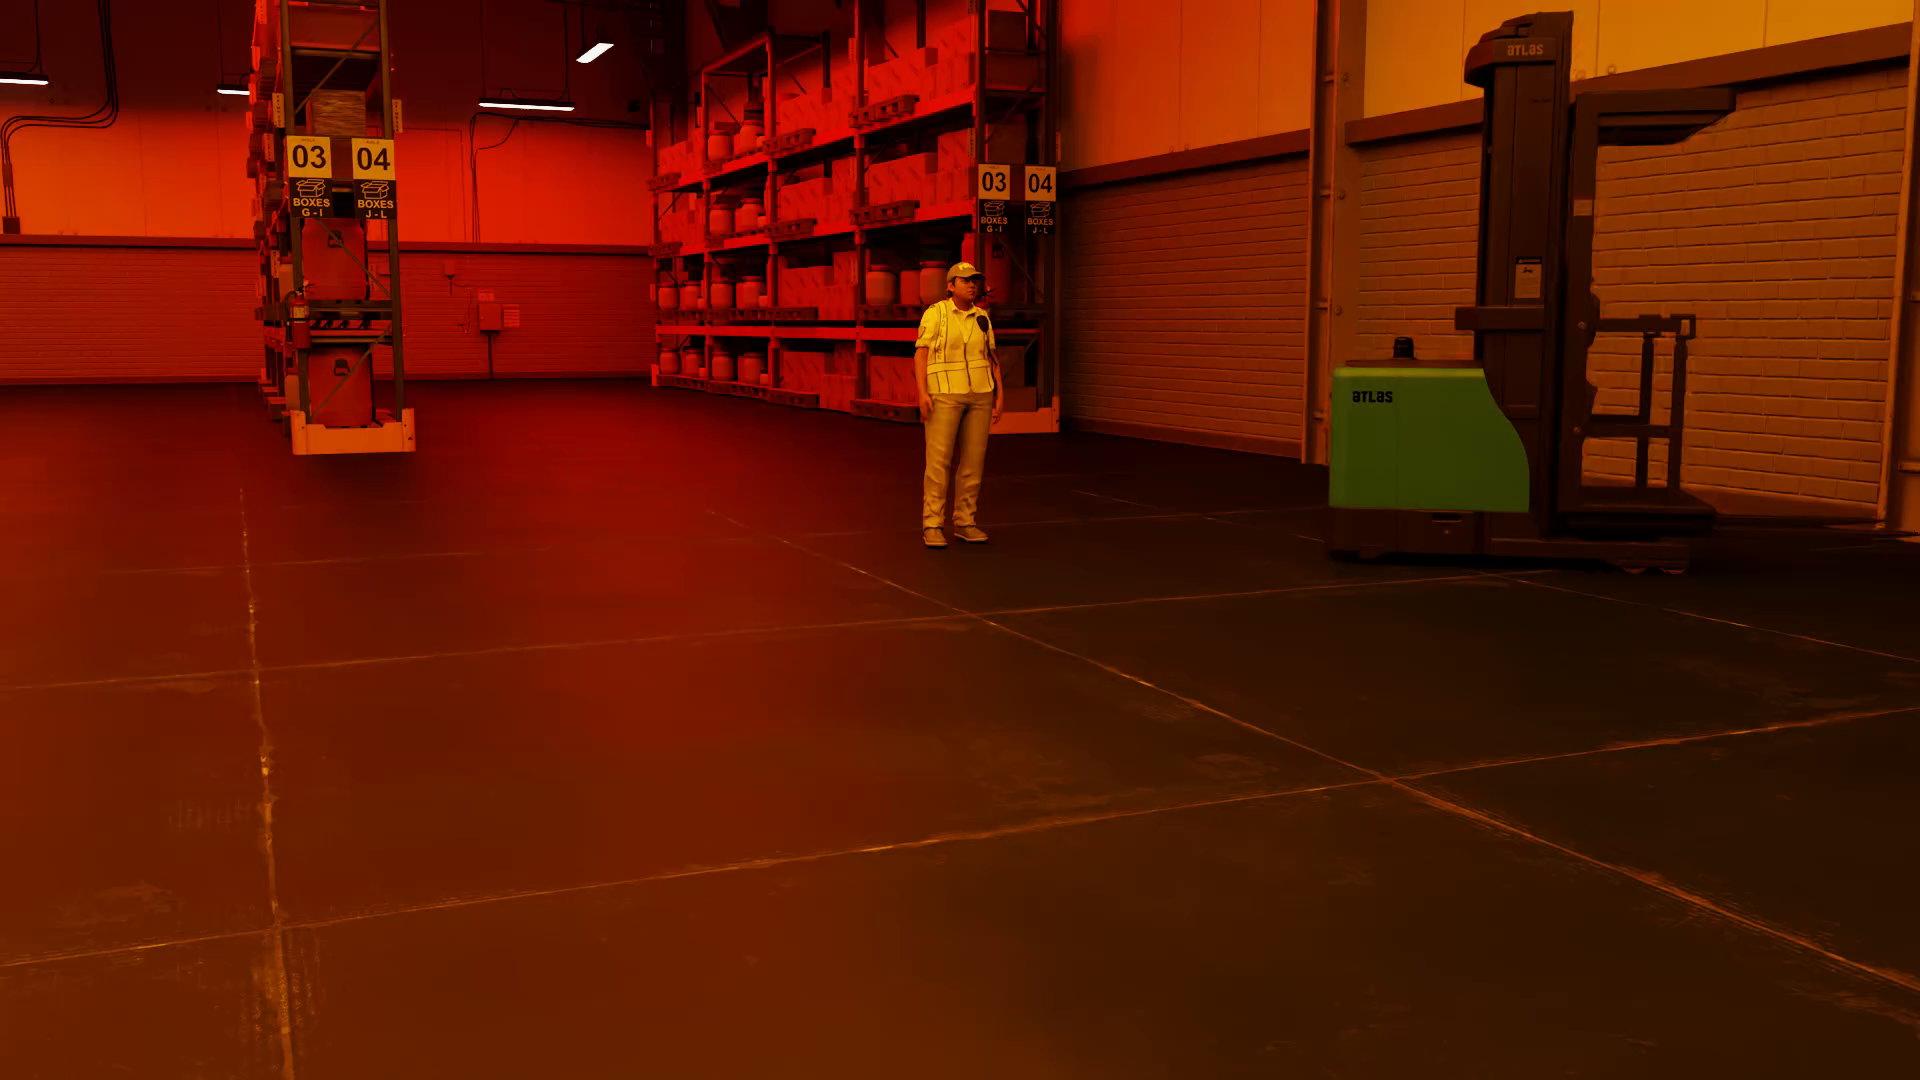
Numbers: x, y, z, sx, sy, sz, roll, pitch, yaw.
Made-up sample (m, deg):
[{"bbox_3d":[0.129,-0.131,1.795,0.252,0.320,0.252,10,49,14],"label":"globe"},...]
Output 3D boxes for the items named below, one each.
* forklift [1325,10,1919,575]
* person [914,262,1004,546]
[{"bbox_3d":[3.606,-1.346,9.153,3.031,2.935,1.130,2,8,13],"label":"forklift"},{"bbox_3d":[0.010,-0.823,9.965,0.599,1.670,0.529,-3,8,-23],"label":"person"}]
